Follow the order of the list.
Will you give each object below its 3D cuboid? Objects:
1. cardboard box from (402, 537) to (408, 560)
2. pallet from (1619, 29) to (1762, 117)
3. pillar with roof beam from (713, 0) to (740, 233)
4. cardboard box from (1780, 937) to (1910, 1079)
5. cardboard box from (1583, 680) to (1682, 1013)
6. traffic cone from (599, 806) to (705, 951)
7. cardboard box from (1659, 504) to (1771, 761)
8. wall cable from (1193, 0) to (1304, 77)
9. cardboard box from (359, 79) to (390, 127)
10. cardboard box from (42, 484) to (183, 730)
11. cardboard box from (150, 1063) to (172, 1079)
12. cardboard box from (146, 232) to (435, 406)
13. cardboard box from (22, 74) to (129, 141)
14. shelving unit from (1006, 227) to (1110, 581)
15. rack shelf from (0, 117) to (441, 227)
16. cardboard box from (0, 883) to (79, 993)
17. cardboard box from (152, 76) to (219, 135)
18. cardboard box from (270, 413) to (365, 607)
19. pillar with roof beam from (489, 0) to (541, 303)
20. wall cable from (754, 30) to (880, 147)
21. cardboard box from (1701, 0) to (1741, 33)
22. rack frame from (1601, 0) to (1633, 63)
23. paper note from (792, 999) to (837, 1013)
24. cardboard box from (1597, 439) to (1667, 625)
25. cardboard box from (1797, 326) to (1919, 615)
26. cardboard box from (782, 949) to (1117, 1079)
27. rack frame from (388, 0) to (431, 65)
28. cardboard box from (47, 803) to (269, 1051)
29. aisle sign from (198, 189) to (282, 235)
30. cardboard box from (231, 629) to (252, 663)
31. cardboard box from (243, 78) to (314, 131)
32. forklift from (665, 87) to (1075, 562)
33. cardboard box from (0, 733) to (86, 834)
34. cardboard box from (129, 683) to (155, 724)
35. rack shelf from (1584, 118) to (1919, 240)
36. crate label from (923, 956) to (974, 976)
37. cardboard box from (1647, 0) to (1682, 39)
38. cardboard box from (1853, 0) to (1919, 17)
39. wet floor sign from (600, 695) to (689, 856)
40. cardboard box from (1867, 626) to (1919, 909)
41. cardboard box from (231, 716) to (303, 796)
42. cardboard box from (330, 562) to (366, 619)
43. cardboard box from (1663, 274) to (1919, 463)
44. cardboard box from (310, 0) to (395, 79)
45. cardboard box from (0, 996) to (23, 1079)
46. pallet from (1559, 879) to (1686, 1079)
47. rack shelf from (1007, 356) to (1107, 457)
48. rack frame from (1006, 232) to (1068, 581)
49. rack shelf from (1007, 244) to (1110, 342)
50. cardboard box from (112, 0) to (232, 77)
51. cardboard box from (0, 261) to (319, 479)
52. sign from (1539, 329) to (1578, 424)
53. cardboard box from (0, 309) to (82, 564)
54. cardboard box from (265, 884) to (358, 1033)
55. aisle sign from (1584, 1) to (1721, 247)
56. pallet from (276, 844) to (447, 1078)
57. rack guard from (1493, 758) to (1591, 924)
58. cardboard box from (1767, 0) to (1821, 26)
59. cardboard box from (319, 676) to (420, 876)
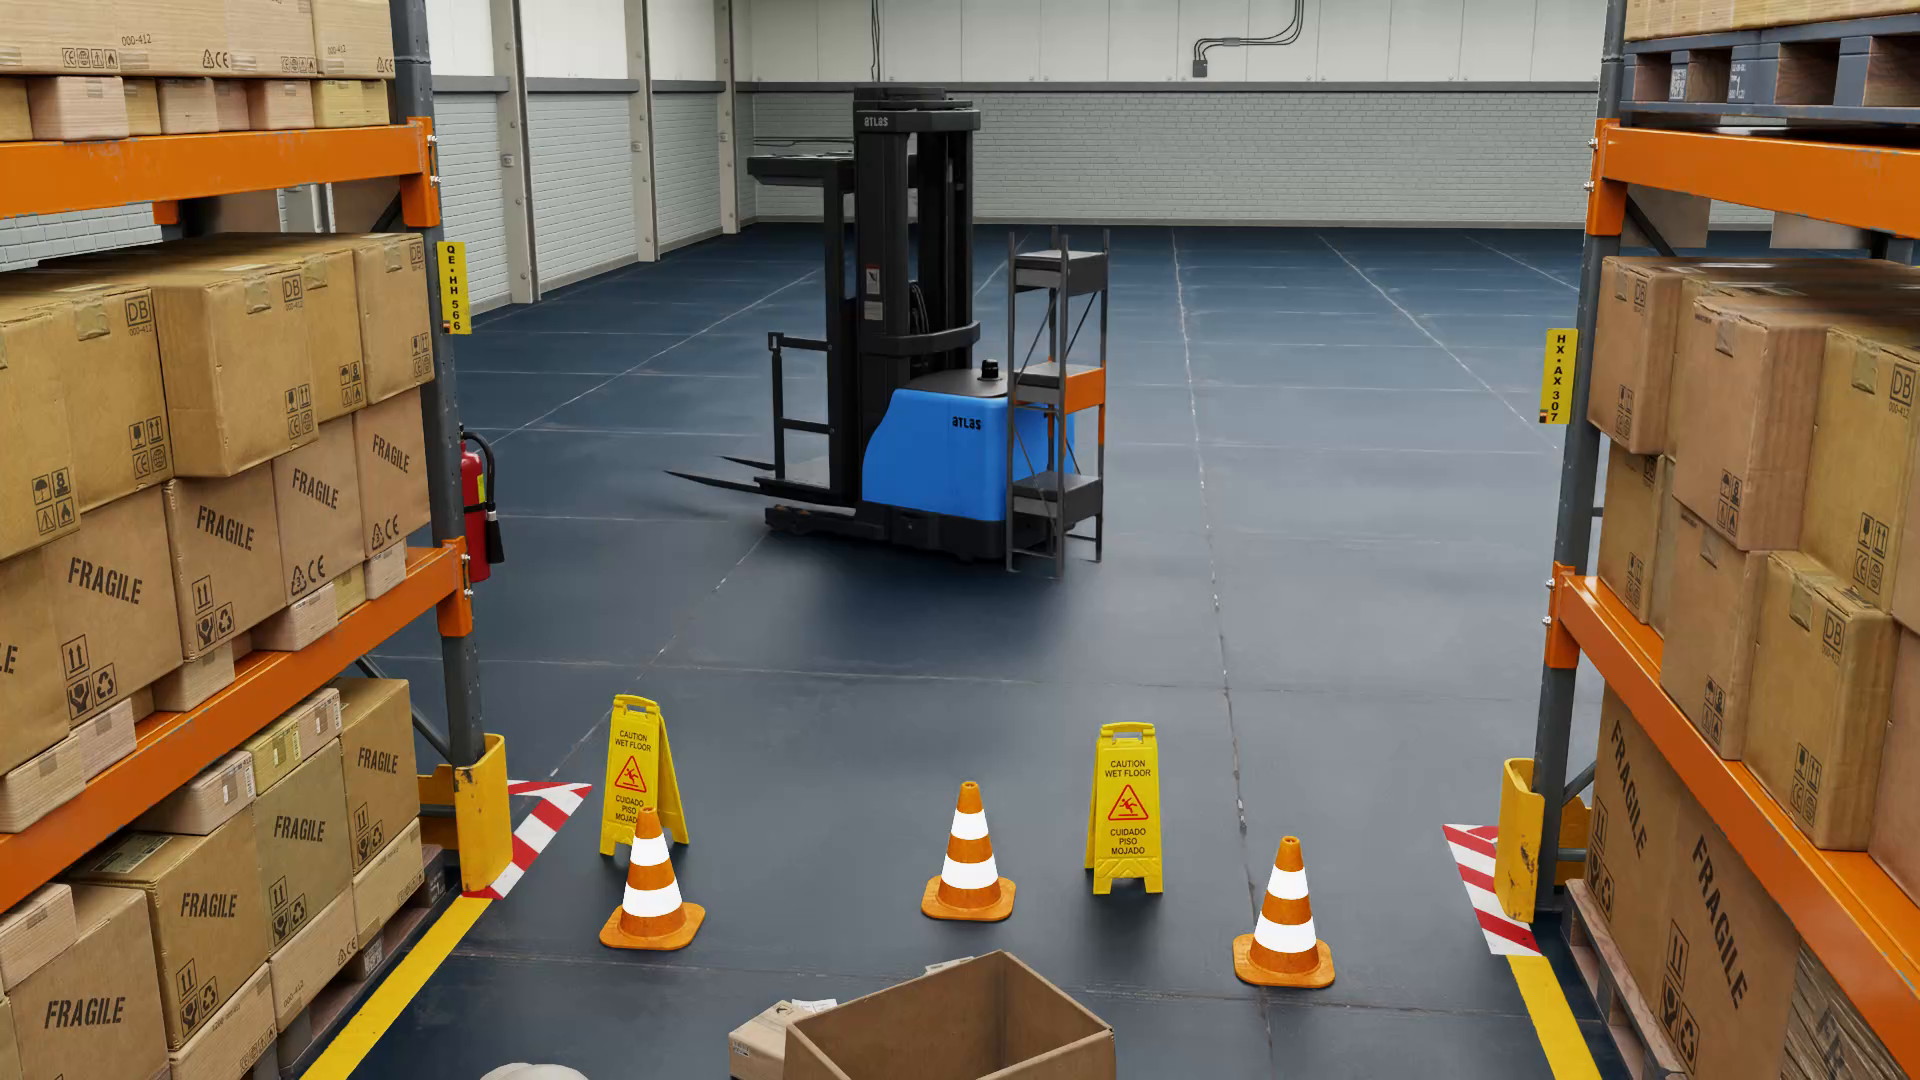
[{"bbox_3d":[-2.171,0.022,5.814,0.380,0.149,0.250,2,15,8],"label":"cardboard box"},{"bbox_3d":[2.516,-1.295,4.629,1.003,0.211,1.213,2,15,6],"label":"pallet"},{"bbox_3d":[-0.585,-10.743,33.654,9.100,9.000,0.400,2,15,6],"label":"pillar with roof beam"},{"bbox_3d":[2.376,1.383,3.568,0.875,0.875,0.875,2,15,7],"label":"cardboard box"},{"bbox_3d":[2.578,0.918,5.286,0.875,0.875,0.875,2,15,7],"label":"cardboard box"},{"bbox_3d":[-1.108,1.172,5.942,0.336,0.463,0.334,2,15,6],"label":"traffic cone"},{"bbox_3d":[2.364,0.227,4.287,0.875,0.550,0.550,2,15,6],"label":"cardboard box"},{"bbox_3d":[6.215,-12.953,35.311,2.305,6.003,0.169,2,15,6],"label":"wall cable"},{"bbox_3d":[-2.103,-1.428,5.432,0.380,0.149,0.250,2,15,7],"label":"cardboard box"},{"bbox_3d":[-2.325,0.145,4.118,0.500,0.500,0.500,2,15,7],"label":"cardboard box"},{"bbox_3d":[-2.351,1.538,4.190,0.500,0.250,0.500,1,15,6],"label":"cardboard box"},{"bbox_3d":[-2.182,-0.738,5.467,0.700,0.500,0.500,1,15,5],"label":"cardboard box"},{"bbox_3d":[-2.232,-1.029,3.954,0.380,0.149,0.250,2,15,6],"label":"cardboard box"},{"bbox_3d":[0.597,-0.842,10.254,0.431,2.100,0.503,10,18,33],"label":"shelving unit"},{"bbox_3d":[-2.567,-0.784,3.947,1.077,0.370,4.000,2,15,6],"label":"rack shelf"},{"bbox_3d":[-2.300,0.906,3.850,0.380,0.149,0.250,3,15,9],"label":"cardboard box"},{"bbox_3d":[-2.238,-1.165,4.459,0.380,0.149,0.250,2,15,6],"label":"cardboard box"},{"bbox_3d":[-2.189,-0.115,5.081,0.500,0.500,0.500,2,15,6],"label":"cardboard box"},{"bbox_3d":[-1.939,-7.631,22.144,9.100,9.000,0.400,2,15,6],"label":"pillar with roof beam"},{"bbox_3d":[-3.216,-10.096,37.210,3.097,2.526,0.112,2,15,6],"label":"wall cable"},{"bbox_3d":[2.147,-1.384,4.273,0.380,0.149,0.250,2,15,7],"label":"cardboard box"},{"bbox_3d":[2.589,-2.979,4.938,1.000,3.000,0.127,2,15,6],"label":"rack frame"},{"bbox_3d":[-0.470,1.535,5.427,0.148,0.019,0.142,-4,16,-13],"label":"paper note"},{"bbox_3d":[2.592,-0.057,5.341,0.875,0.550,0.550,2,15,6],"label":"cardboard box"},{"bbox_3d":[2.409,-0.153,3.627,0.875,0.550,0.500,2,15,6],"label":"cardboard box"},{"bbox_3d":[-0.024,1.533,4.529,0.797,0.503,0.637,-10,18,-32],"label":"cardboard box"},{"bbox_3d":[-2.341,-3.098,5.380,1.000,3.000,0.127,2,15,6],"label":"rack frame"},{"bbox_3d":[-2.292,1.042,4.589,0.500,0.500,0.500,1,15,5],"label":"cardboard box"},{"bbox_3d":[-2.642,-1.482,5.917,0.394,0.787,0.004,2,15,6],"label":"aisle sign"},{"bbox_3d":[-2.307,0.287,4.835,0.380,0.149,0.250,2,15,7],"label":"cardboard box"},{"bbox_3d":[-2.163,-1.295,4.939,0.380,0.149,0.250,2,15,8],"label":"cardboard box"},{"bbox_3d":[-0.727,-1.552,11.288,3.031,2.935,1.130,10,18,33],"label":"forklift"},{"bbox_3d":[-2.284,0.553,3.853,0.380,0.149,0.250,2,15,7],"label":"cardboard box"},{"bbox_3d":[-2.362,0.418,4.350,0.380,0.149,0.250,2,15,6],"label":"cardboard box"},{"bbox_3d":[2.363,-0.665,3.505,1.077,0.370,4.000,2,15,6],"label":"rack shelf"},{"bbox_3d":[0.007,1.479,5.429,0.250,0.136,0.298,-6,16,-23],"label":"crate label"},{"bbox_3d":[2.204,-1.515,4.756,0.380,0.149,0.250,2,15,7],"label":"cardboard box"},{"bbox_3d":[2.032,-1.123,3.306,0.380,0.149,0.250,2,15,6],"label":"cardboard box"},{"bbox_3d":[-1.256,0.917,6.536,0.267,0.644,0.232,7,17,25],"label":"wet floor sign"},{"bbox_3d":[2.385,0.506,3.255,0.875,0.550,0.550,2,15,6],"label":"cardboard box"},{"bbox_3d":[-2.178,0.625,4.888,0.380,0.149,0.250,2,15,7],"label":"cardboard box"},{"bbox_3d":[-2.139,0.157,5.316,0.380,0.149,0.250,1,15,5],"label":"cardboard box"},{"bbox_3d":[2.538,-0.436,4.671,0.875,0.550,0.550,2,15,6],"label":"cardboard box"},{"bbox_3d":[-2.131,-1.581,5.232,0.500,0.250,0.500,2,15,6],"label":"cardboard box"},{"bbox_3d":[-2.409,1.314,3.584,0.500,0.500,0.500,2,15,9],"label":"cardboard box"},{"bbox_3d":[2.576,1.473,5.310,1.003,0.211,1.213,2,15,6],"label":"pallet"},{"bbox_3d":[0.597,-0.829,10.258,0.431,0.518,0.480,10,18,33],"label":"rack shelf"},{"bbox_3d":[0.459,-0.790,10.060,0.400,2.100,0.015,10,18,33],"label":"rack frame"},{"bbox_3d":[0.597,-1.505,10.075,0.431,0.518,0.480,10,18,33],"label":"rack shelf"},{"bbox_3d":[-2.243,-1.316,4.252,0.500,0.250,0.500,2,15,8],"label":"cardboard box"},{"bbox_3d":[-2.202,-0.471,4.482,0.700,0.500,0.500,2,15,6],"label":"cardboard box"},{"bbox_3d":[2.038,-0.557,5.664,0.100,0.325,0.005,2,15,6],"label":"sign"},{"bbox_3d":[-2.364,-0.208,3.509,0.700,0.500,0.500,1,15,5],"label":"cardboard box"},{"bbox_3d":[-2.231,1.274,5.167,0.500,0.250,0.500,2,15,6],"label":"cardboard box"},{"bbox_3d":[2.299,-1.365,5.483,0.394,0.787,0.004,2,15,6],"label":"aisle sign"},{"bbox_3d":[-2.476,1.373,5.679,1.003,0.211,1.213,2,15,6],"label":"pallet"},{"bbox_3d":[2.592,1.118,6.071,1.175,0.500,0.348,2,15,6],"label":"rack guard"},{"bbox_3d":[2.089,-1.254,3.790,0.380,0.149,0.250,2,15,6],"label":"cardboard box"},{"bbox_3d":[-2.172,0.776,5.573,0.500,0.500,0.500,2,15,7],"label":"cardboard box"}]
